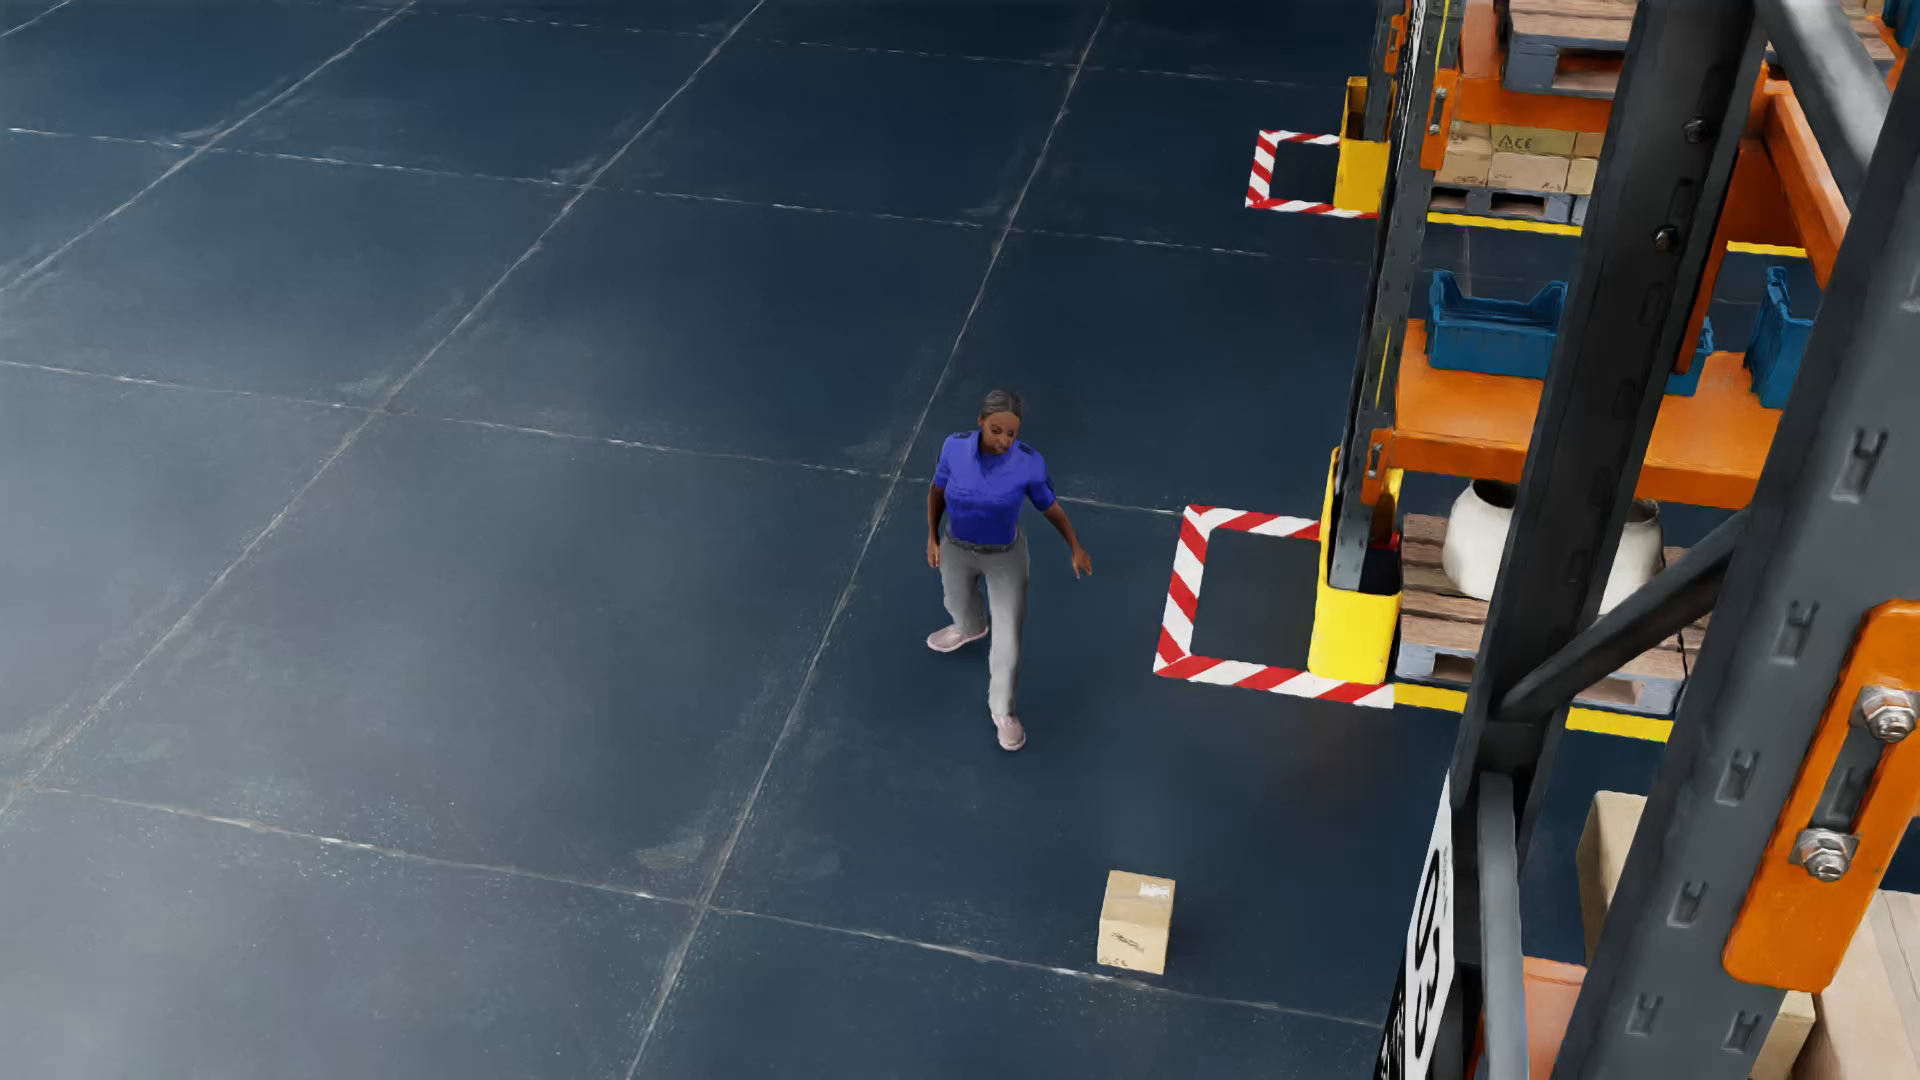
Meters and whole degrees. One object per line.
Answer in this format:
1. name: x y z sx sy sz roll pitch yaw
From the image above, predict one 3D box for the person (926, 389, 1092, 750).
1. person: 0.173 0.037 6.926 0.749 1.634 0.745 6 37 8
